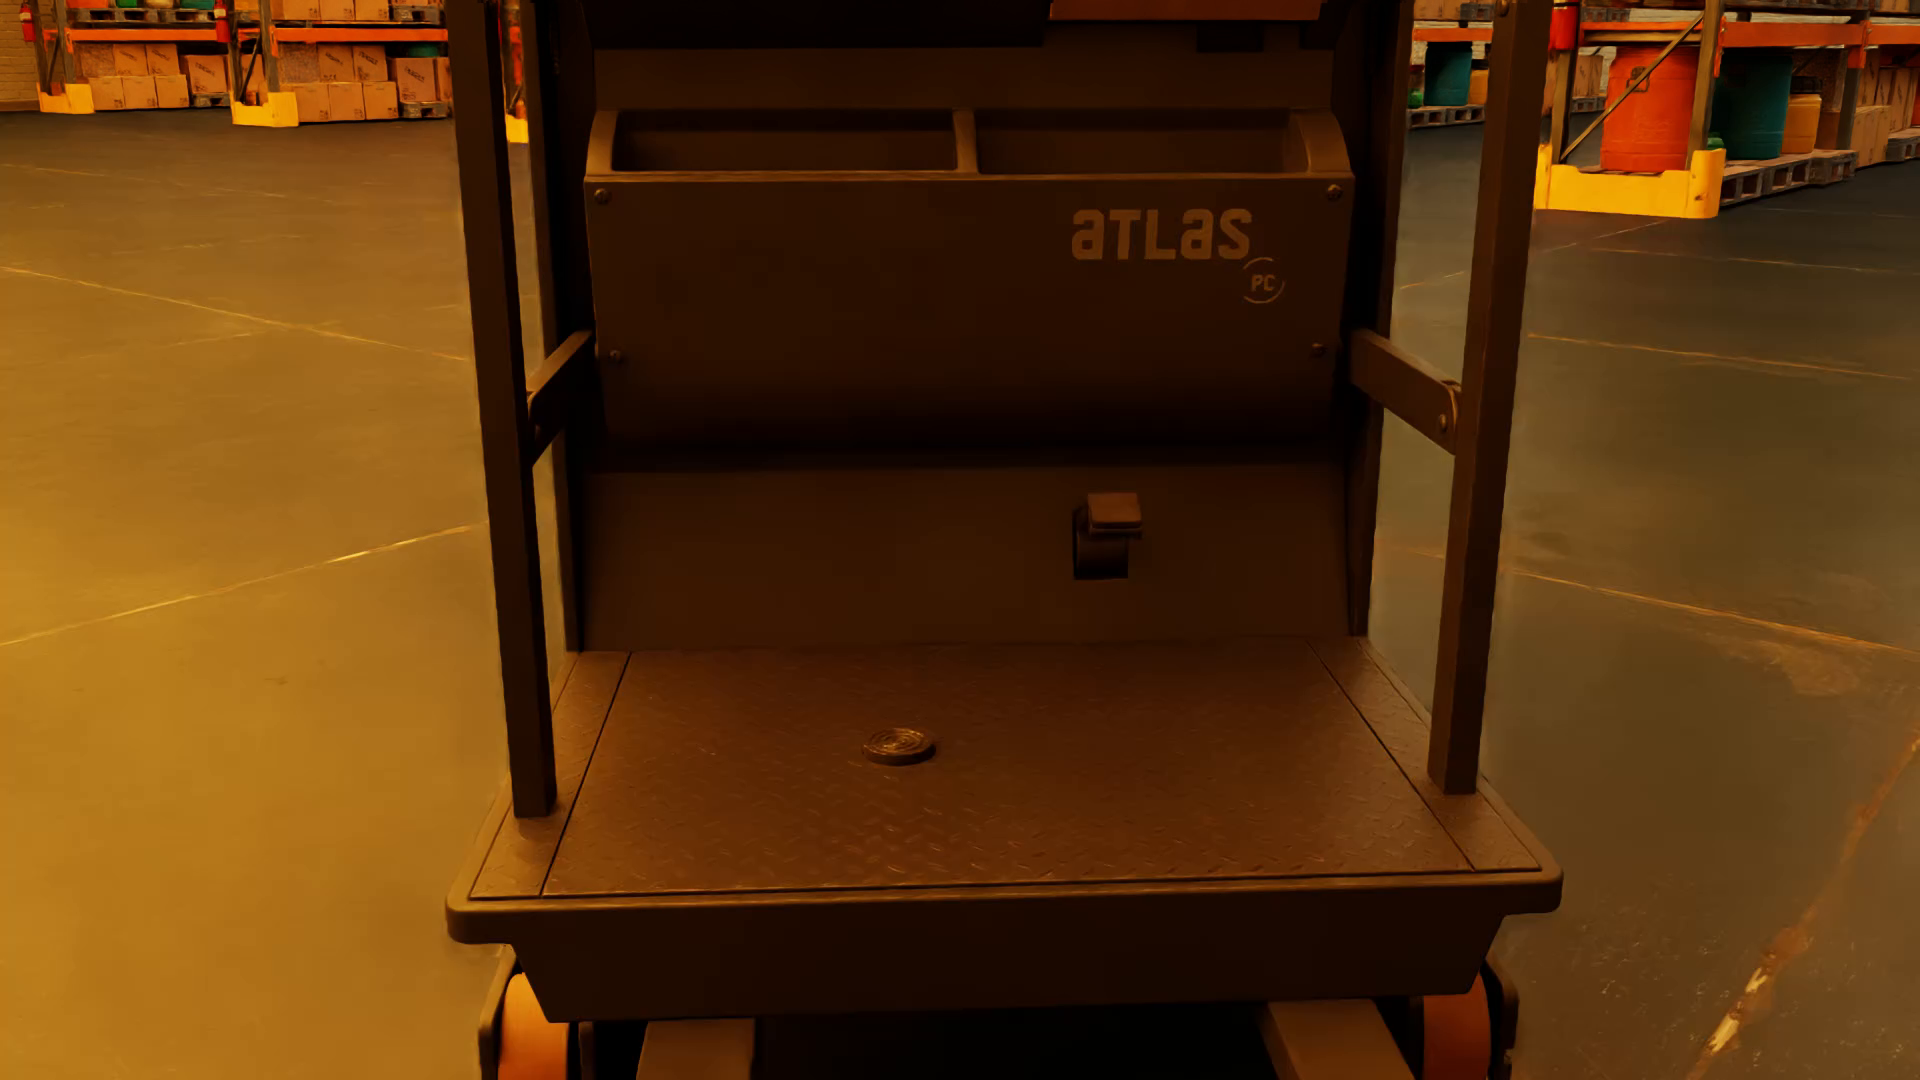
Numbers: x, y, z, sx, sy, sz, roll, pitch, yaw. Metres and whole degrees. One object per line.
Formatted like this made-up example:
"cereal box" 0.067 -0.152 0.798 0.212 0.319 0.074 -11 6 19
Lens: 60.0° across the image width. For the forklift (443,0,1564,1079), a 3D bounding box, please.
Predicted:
"forklift" 0.027 -0.859 1.725 1.130 2.935 3.031 -1 17 -3
